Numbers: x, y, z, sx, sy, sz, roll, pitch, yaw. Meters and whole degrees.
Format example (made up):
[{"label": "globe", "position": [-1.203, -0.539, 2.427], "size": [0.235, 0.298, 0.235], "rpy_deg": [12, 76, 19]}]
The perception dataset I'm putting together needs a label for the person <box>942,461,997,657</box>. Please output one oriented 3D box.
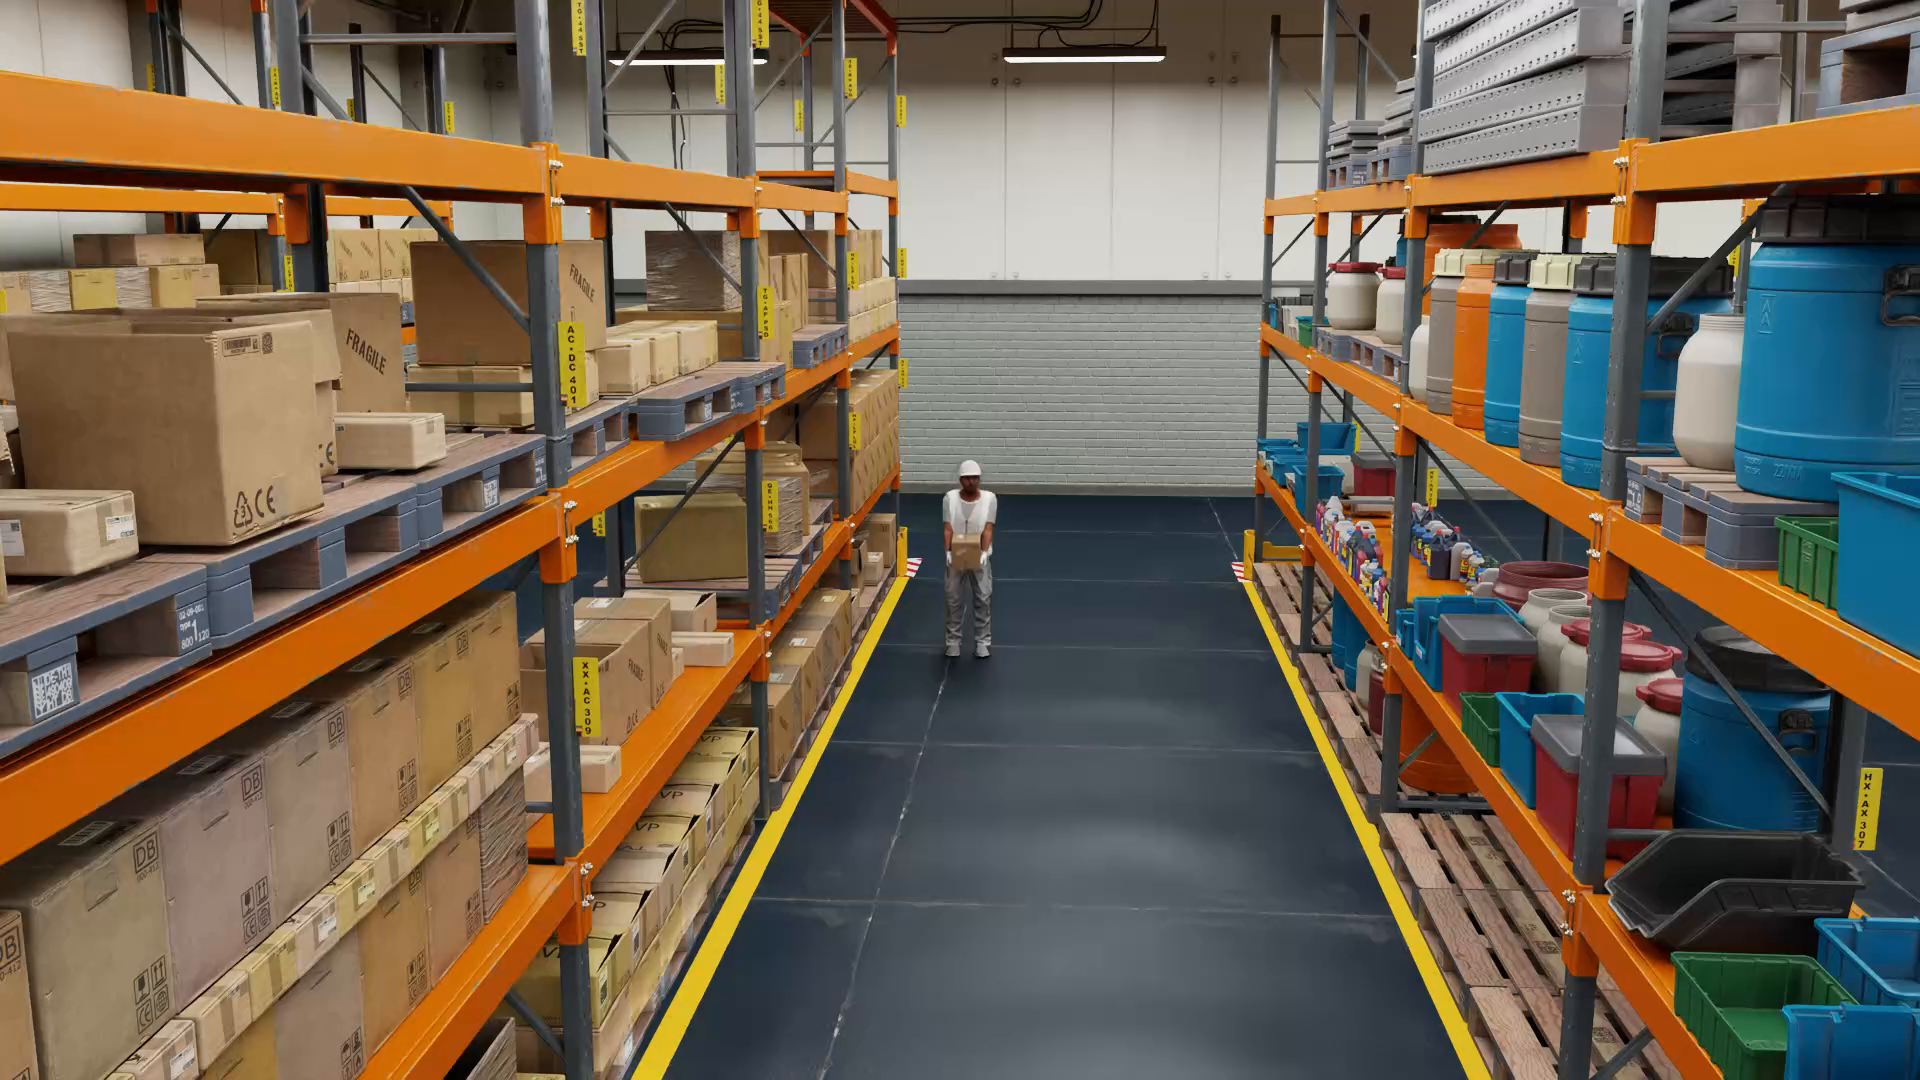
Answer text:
[{"label": "person", "position": [0.082, 0.178, 14.922], "size": [0.492, 1.779, 0.577], "rpy_deg": [1, 11, 3]}]
